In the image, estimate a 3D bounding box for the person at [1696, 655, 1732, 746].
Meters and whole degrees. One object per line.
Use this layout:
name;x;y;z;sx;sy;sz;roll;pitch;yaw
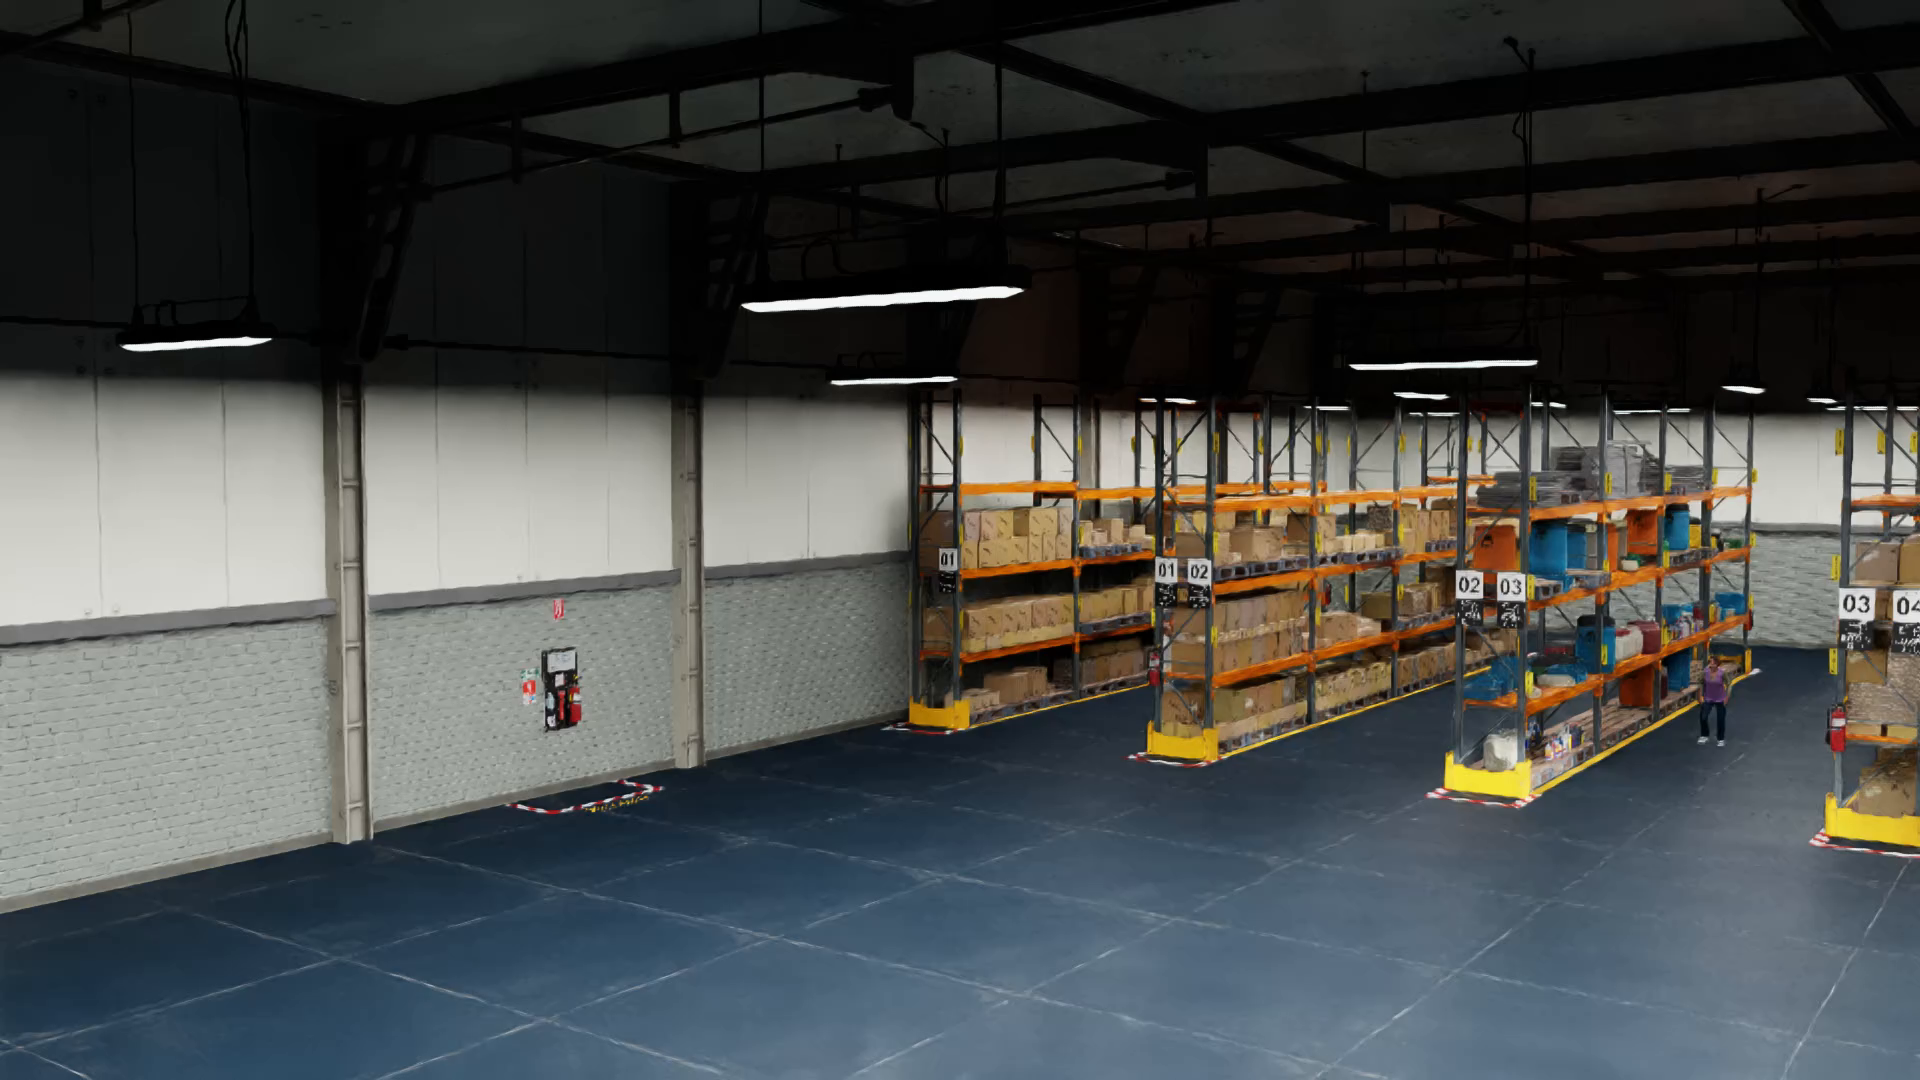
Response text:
person;12.544;2.661;27.670;0.566;1.541;0.519;2;4;33

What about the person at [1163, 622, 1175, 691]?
person;3.773;2.350;30.104;0.488;1.728;0.640;0;3;5
